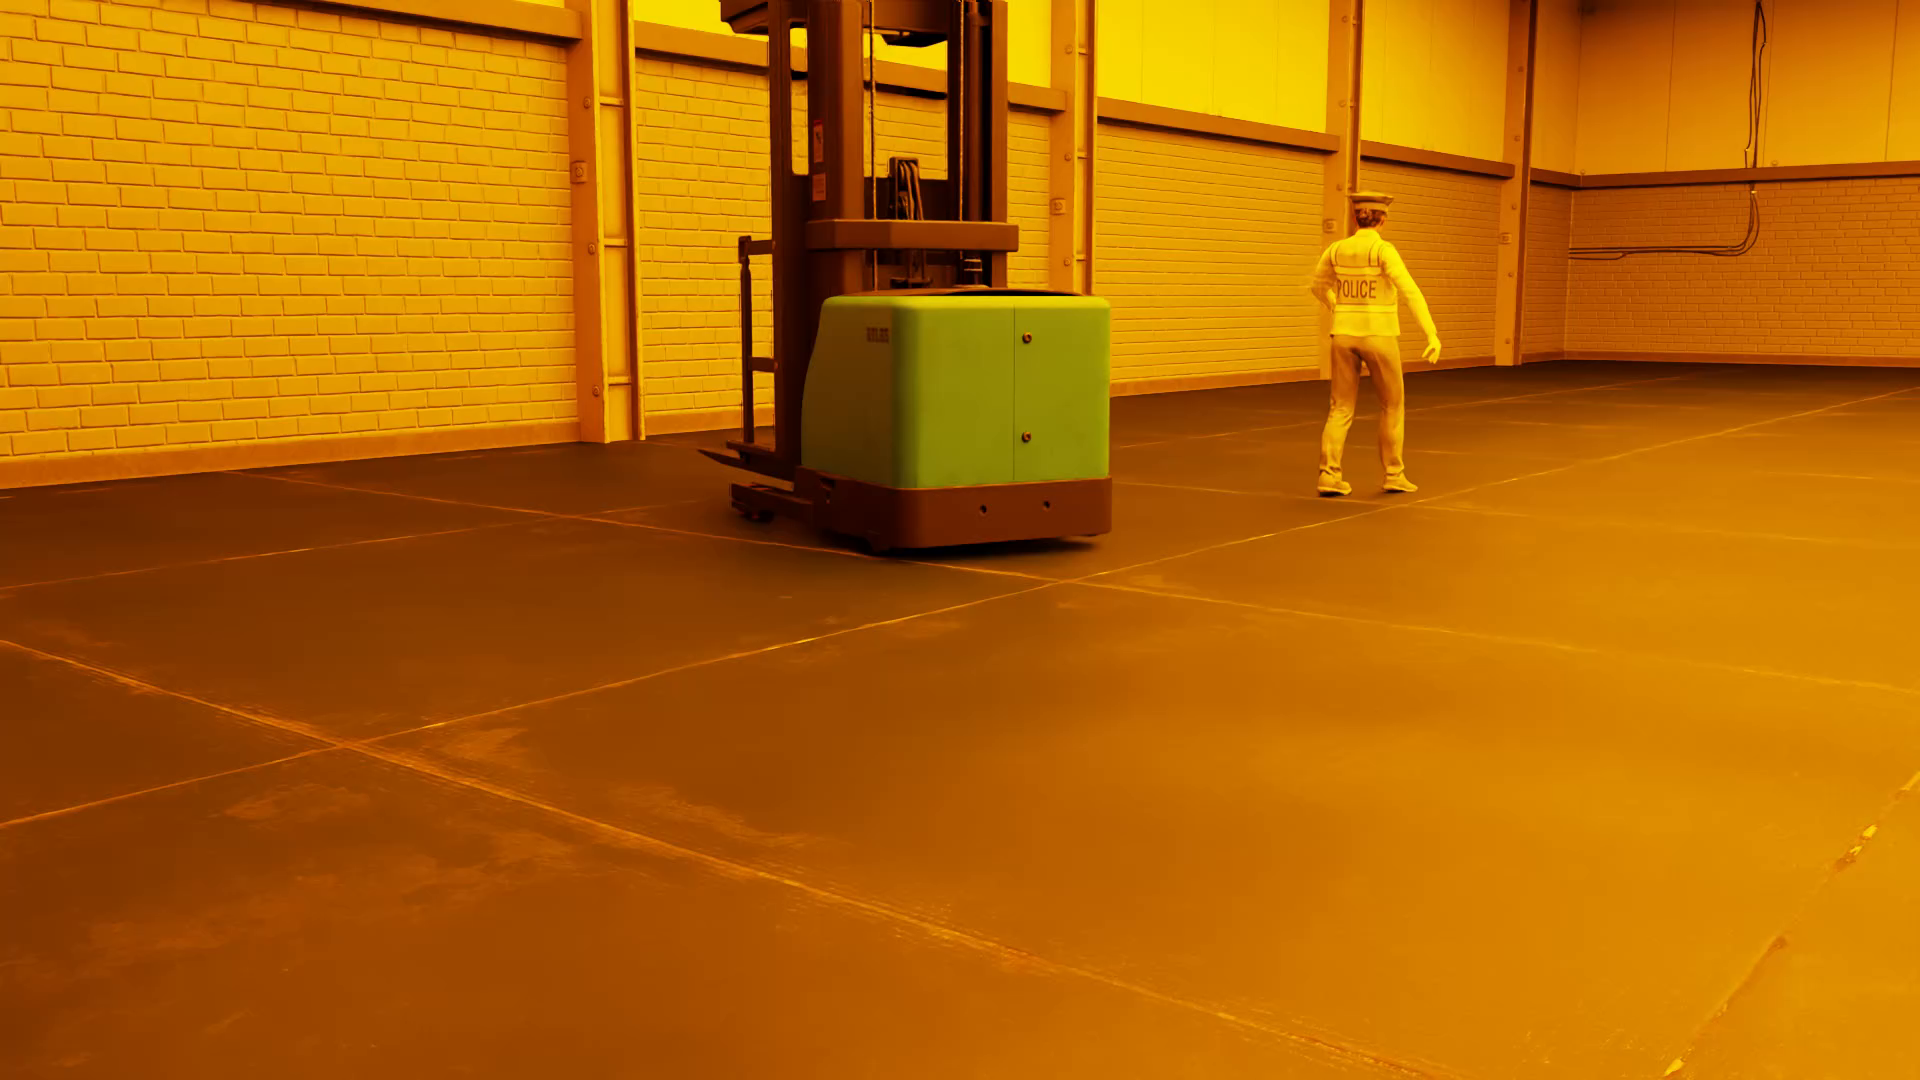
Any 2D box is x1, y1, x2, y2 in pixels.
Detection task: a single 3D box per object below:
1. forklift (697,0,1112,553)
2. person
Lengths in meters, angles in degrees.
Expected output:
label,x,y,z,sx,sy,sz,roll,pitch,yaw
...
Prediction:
label,x,y,z,sx,sy,sz,roll,pitch,yaw
forklift,-0.477,-1.570,8.013,1.130,2.935,3.031,-4,9,-27
person,2.271,-1.056,9.066,0.901,1.652,0.694,7,11,41
